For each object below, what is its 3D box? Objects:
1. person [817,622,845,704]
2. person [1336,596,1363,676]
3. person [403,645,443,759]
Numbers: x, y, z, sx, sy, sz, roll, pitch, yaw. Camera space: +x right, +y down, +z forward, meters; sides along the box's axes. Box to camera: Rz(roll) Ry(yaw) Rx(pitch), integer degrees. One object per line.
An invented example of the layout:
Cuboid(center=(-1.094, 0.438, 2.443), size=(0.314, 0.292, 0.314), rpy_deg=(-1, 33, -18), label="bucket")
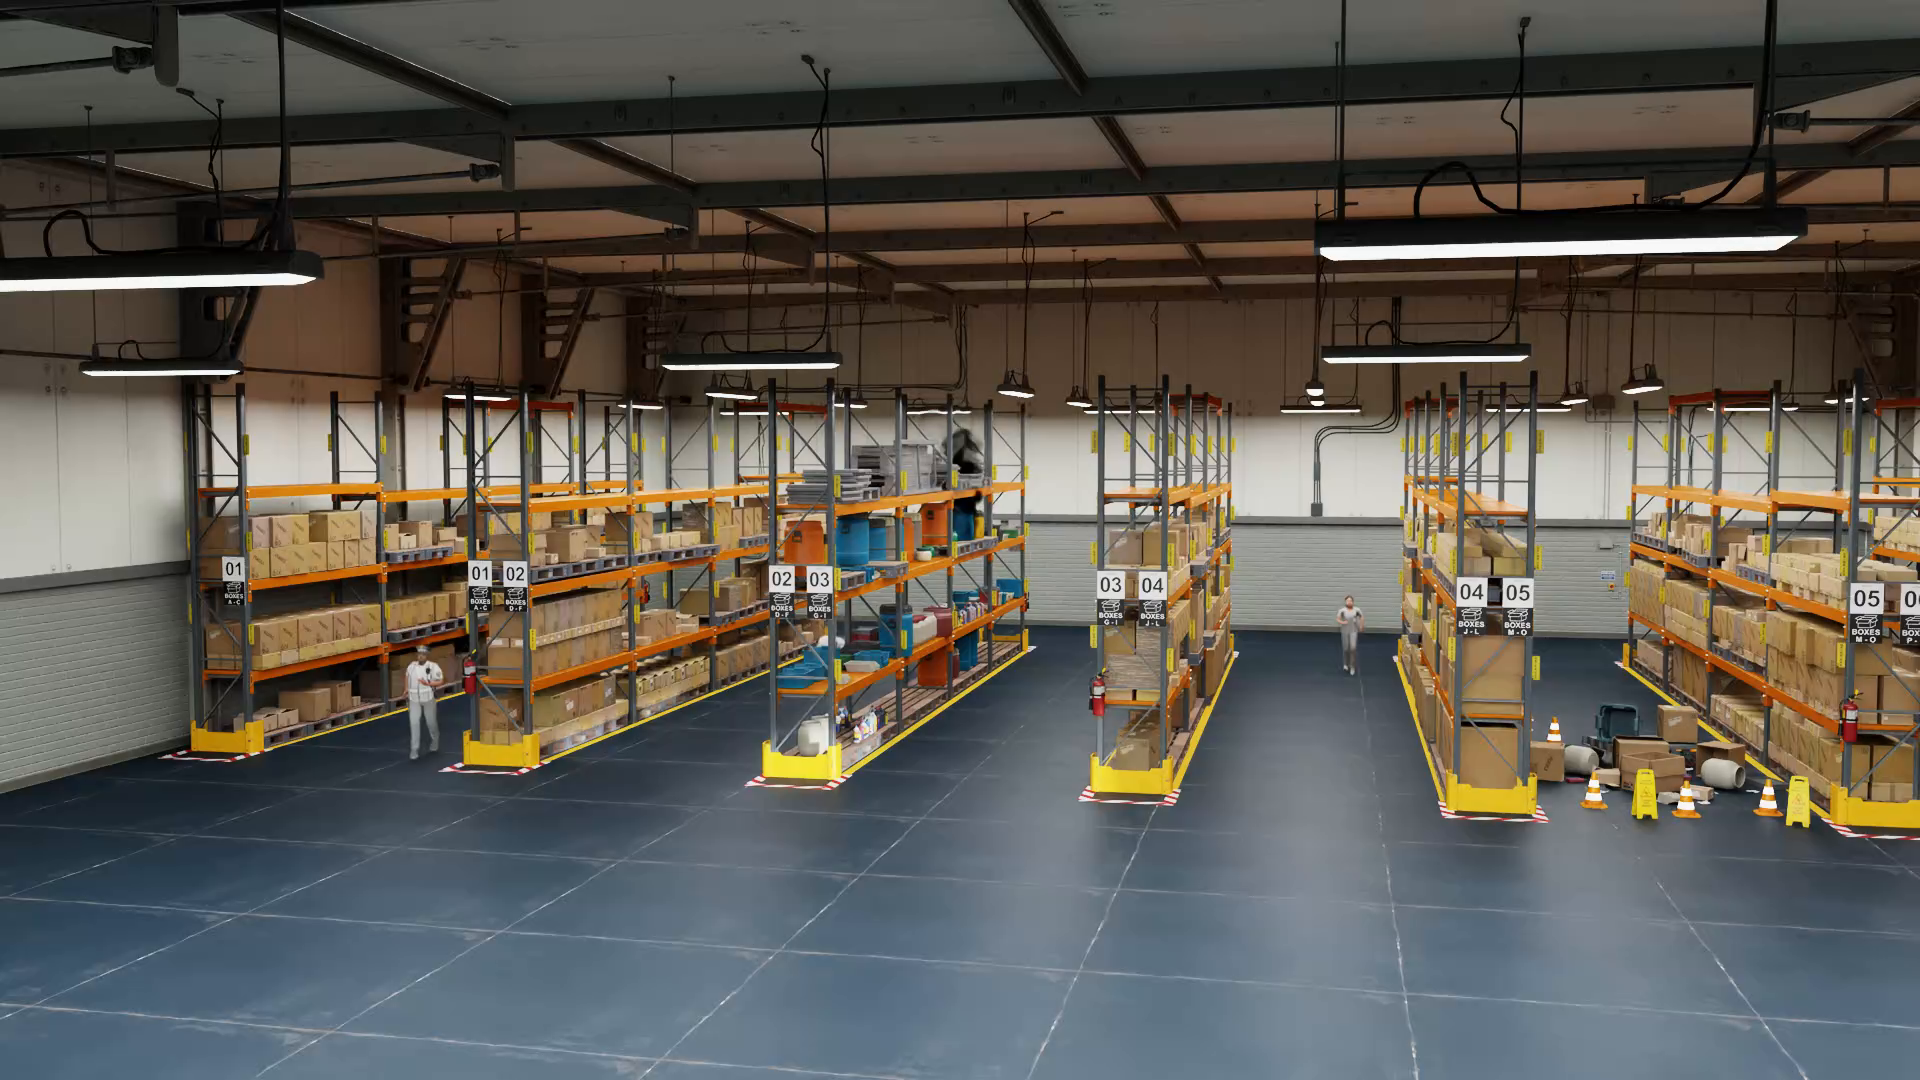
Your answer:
Cuboid(center=(-2.466, 2.372, 31.436), size=(0.662, 1.664, 0.510), rpy_deg=(1, 3, 15), label="person")
Cuboid(center=(8.547, 2.077, 36.486), size=(0.577, 1.726, 0.791), rpy_deg=(1, 3, 13), label="person")
Cuboid(center=(-8.622, 2.563, 26.665), size=(0.664, 1.756, 0.964), rpy_deg=(0, 3, -4), label="person")
